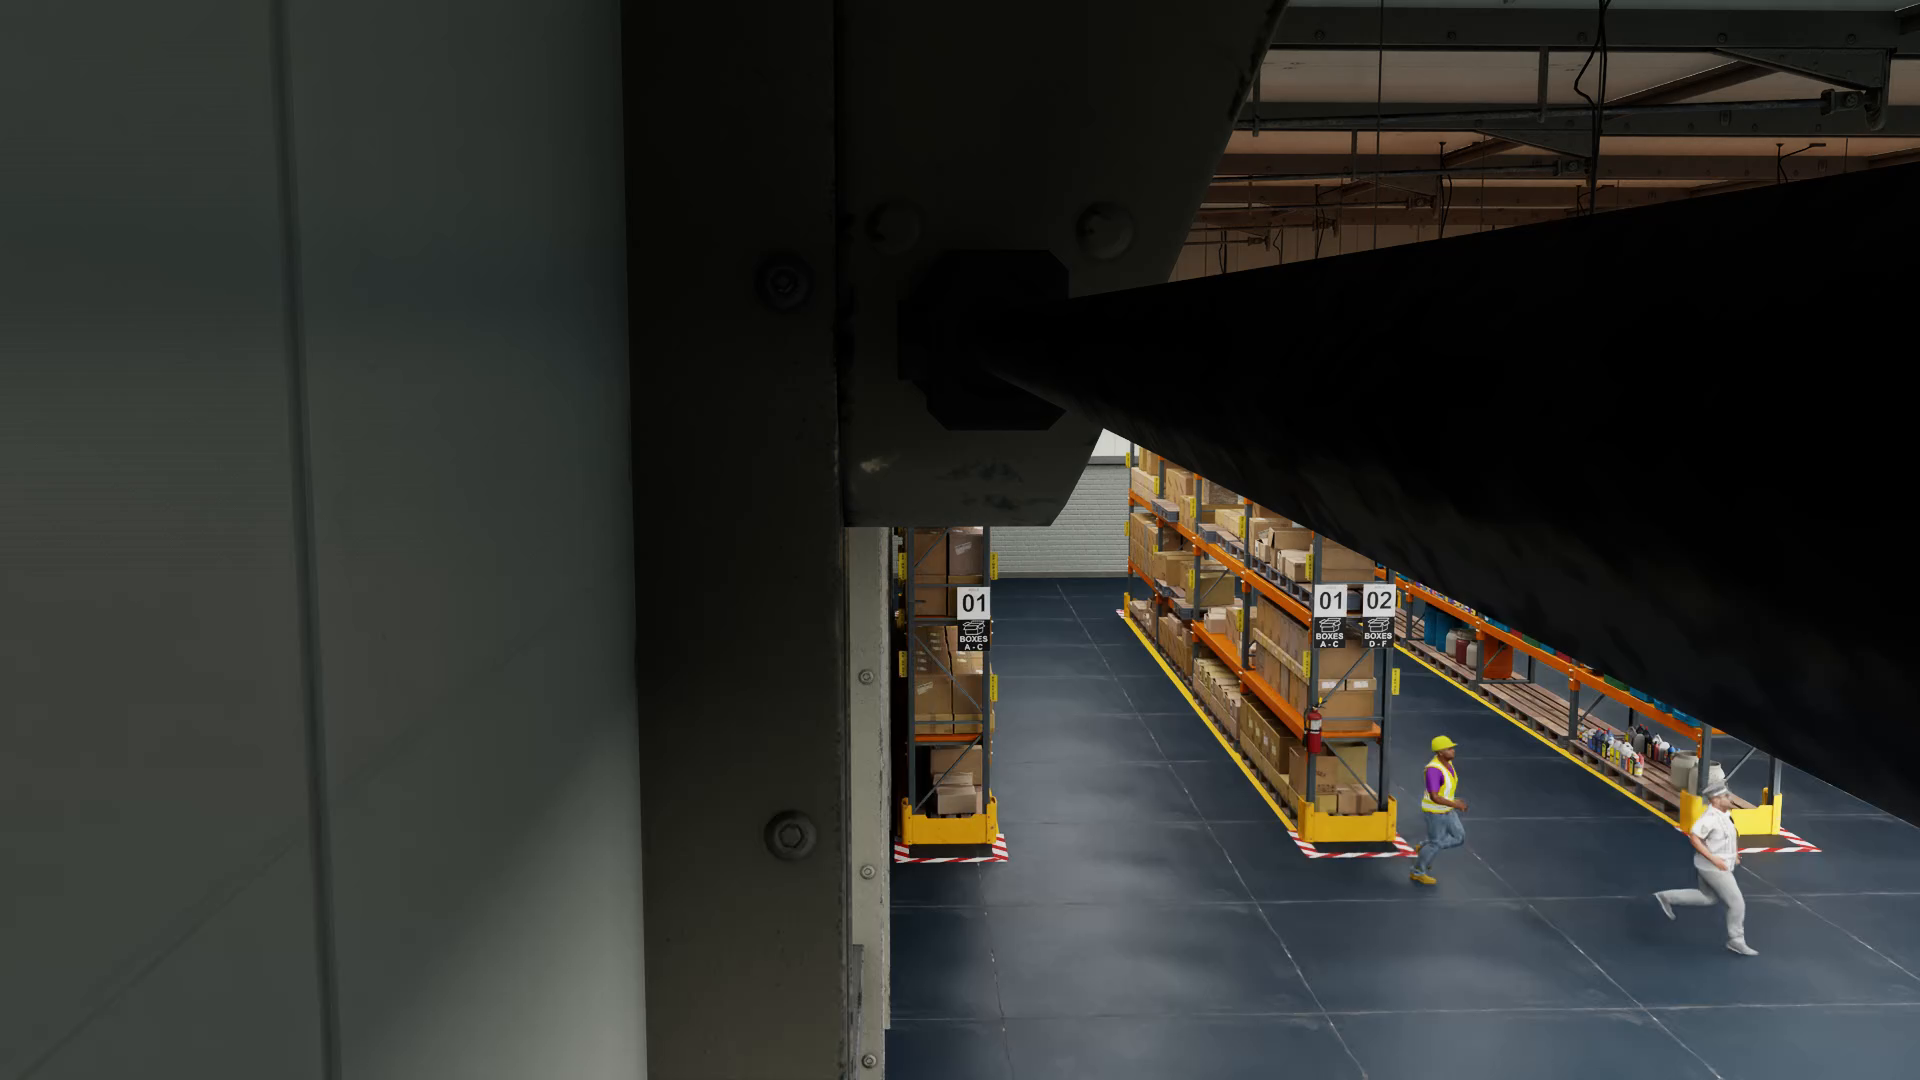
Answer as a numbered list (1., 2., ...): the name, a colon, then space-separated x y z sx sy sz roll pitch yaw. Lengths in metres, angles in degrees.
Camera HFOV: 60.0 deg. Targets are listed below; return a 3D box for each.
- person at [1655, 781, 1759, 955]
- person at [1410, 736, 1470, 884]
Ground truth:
1. person: 7.691 3.327 16.996 0.964 1.791 0.644 3 8 24
2. person: 5.497 3.064 18.927 0.669 1.720 0.727 5 9 32
